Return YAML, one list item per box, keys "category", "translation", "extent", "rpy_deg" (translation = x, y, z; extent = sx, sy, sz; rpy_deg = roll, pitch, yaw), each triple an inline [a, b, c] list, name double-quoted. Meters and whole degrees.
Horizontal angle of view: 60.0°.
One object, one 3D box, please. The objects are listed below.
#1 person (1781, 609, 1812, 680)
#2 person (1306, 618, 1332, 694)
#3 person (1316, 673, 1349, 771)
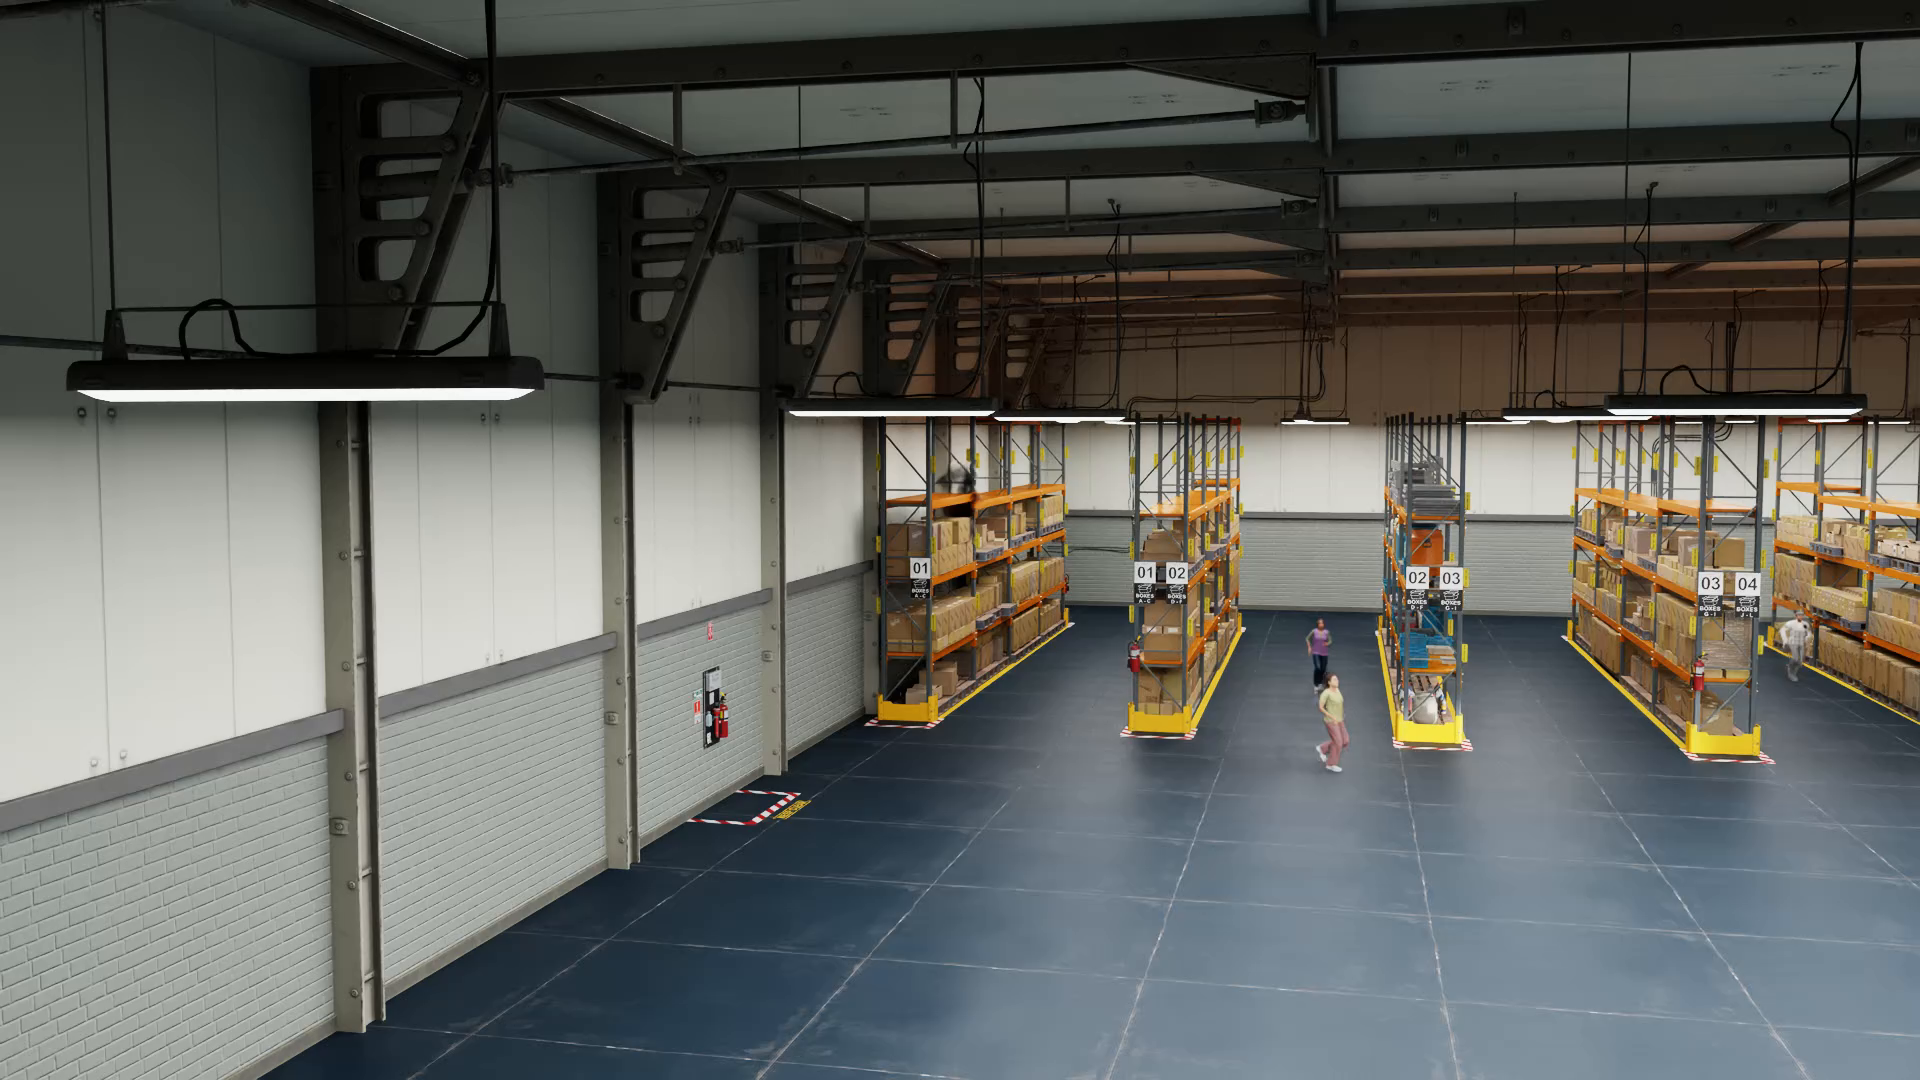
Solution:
- category: "person"
  translation: [18.802, 2.363, 37.328]
  extent: [0.583, 1.634, 0.692]
  rpy_deg: [0, 4, 7]
- category: "person"
  translation: [7.753, 2.500, 35.836]
  extent: [0.503, 1.627, 0.691]
  rpy_deg: [0, 4, 0]
- category: "person"
  translation: [6.210, 3.033, 27.805]
  extent: [0.547, 1.636, 0.580]
  rpy_deg: [4, 5, 44]
